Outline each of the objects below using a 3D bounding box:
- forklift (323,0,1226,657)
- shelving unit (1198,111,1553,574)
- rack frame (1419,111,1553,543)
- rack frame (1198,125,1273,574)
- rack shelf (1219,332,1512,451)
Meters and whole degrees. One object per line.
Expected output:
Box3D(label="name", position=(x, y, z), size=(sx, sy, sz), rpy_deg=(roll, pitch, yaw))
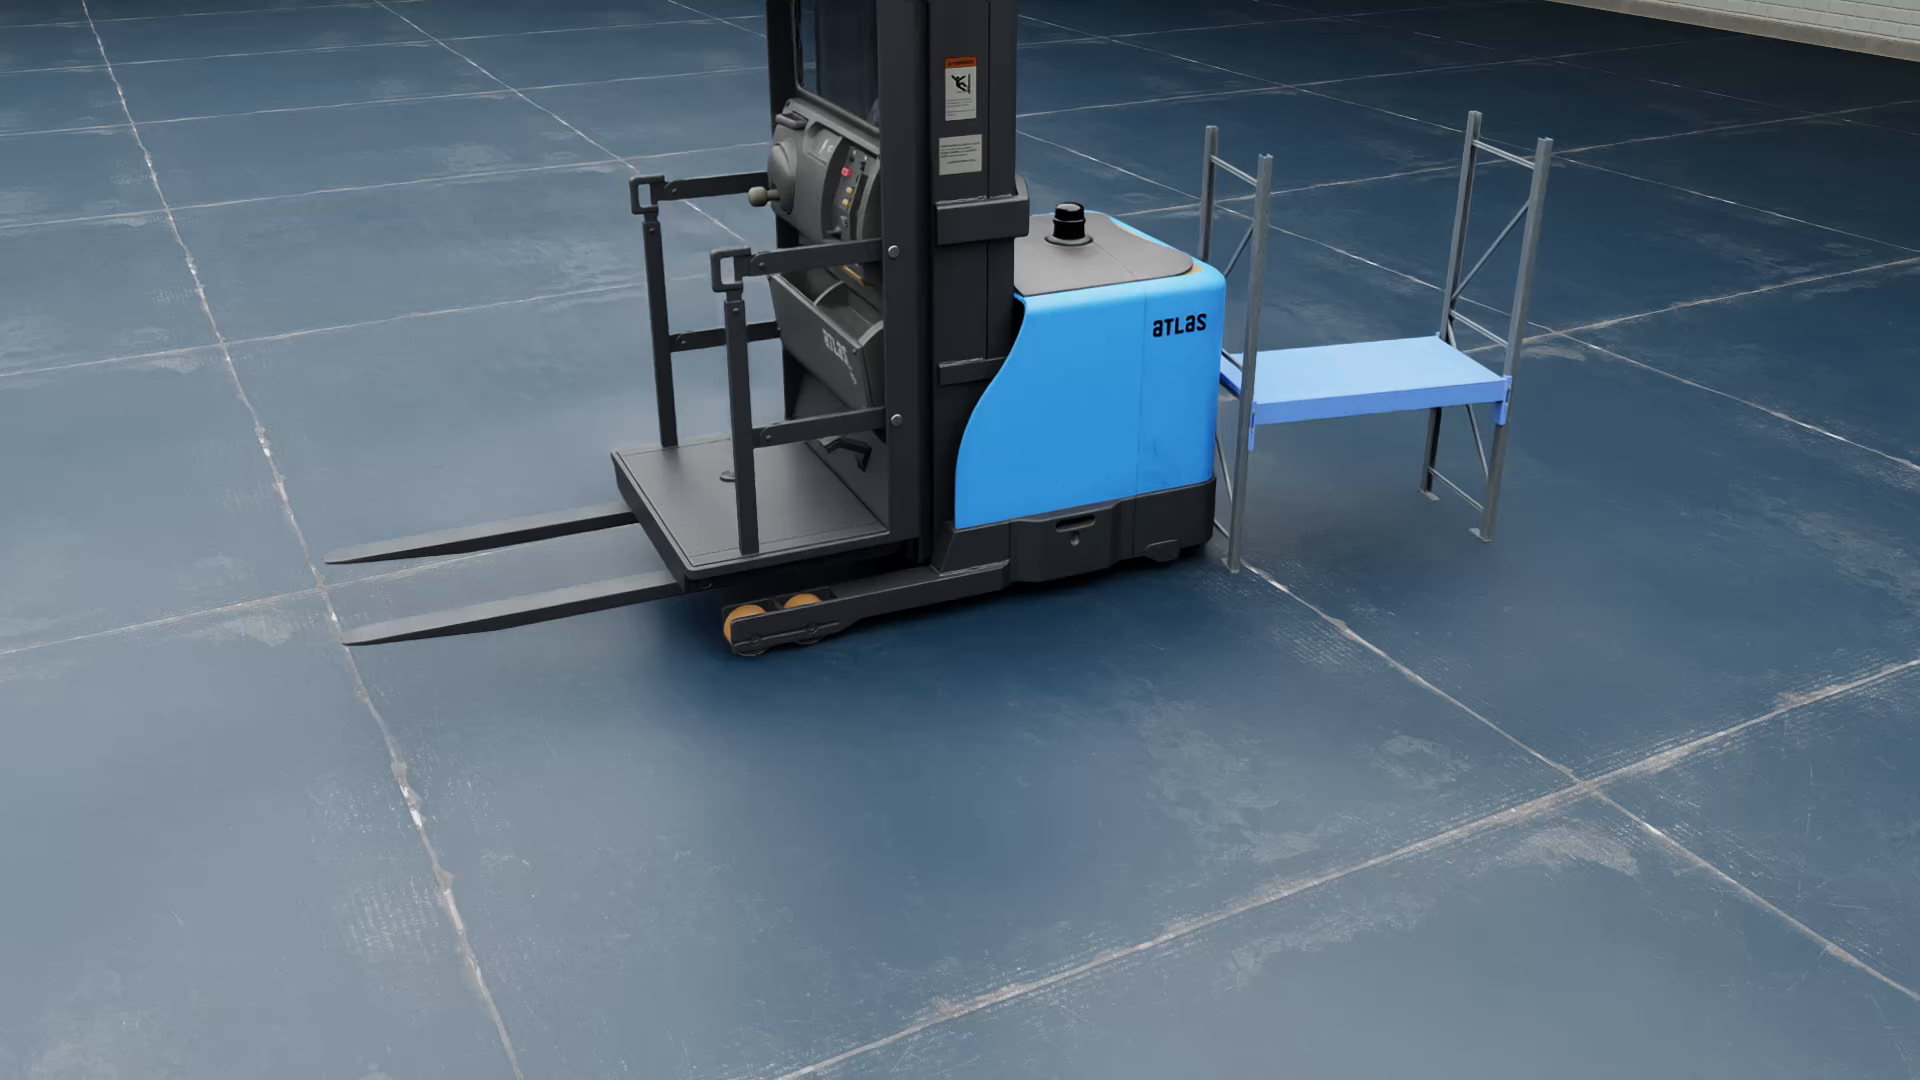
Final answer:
Box3D(label="forklift", position=(-0.634, -1.199, 5.362), size=(3.031, 2.935, 1.130), rpy_deg=(-11, 28, -21))
Box3D(label="shelving unit", position=(1.424, -0.716, 6.009), size=(1.048, 1.500, 0.538), rpy_deg=(-6, 26, -13))
Box3D(label="rack frame", position=(1.916, -0.771, 6.123), size=(0.032, 1.500, 0.500), rpy_deg=(-6, 26, -13))
Box3D(label="rack frame", position=(0.932, -0.661, 5.895), size=(0.032, 1.500, 0.500), rpy_deg=(-6, 26, -13))
Box3D(label="rack shelf", position=(1.424, -0.554, 6.087), size=(1.000, 0.185, 0.538), rpy_deg=(-6, 26, -13))
